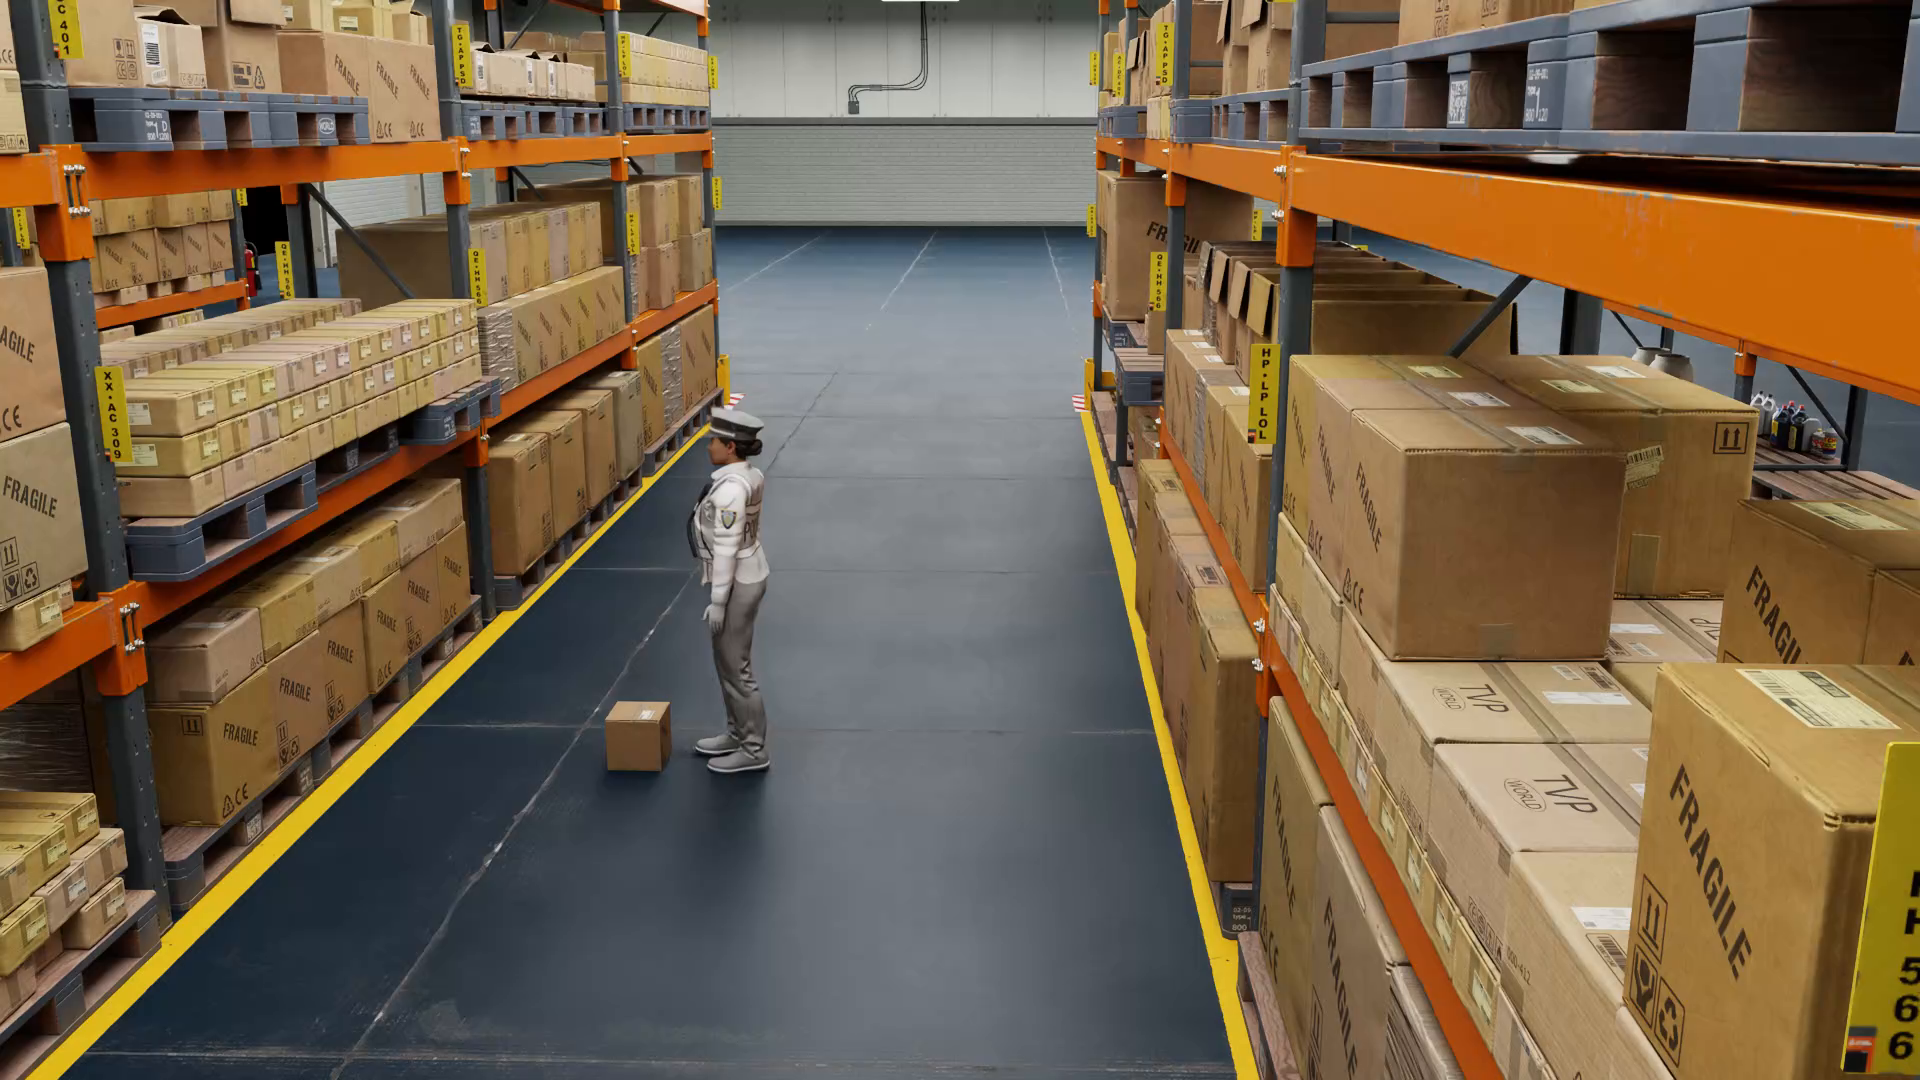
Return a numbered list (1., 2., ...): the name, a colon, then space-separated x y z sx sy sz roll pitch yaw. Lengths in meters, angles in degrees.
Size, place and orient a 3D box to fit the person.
1. person: -1.065 0.227 7.551 0.393 1.679 0.475 1 14 3
